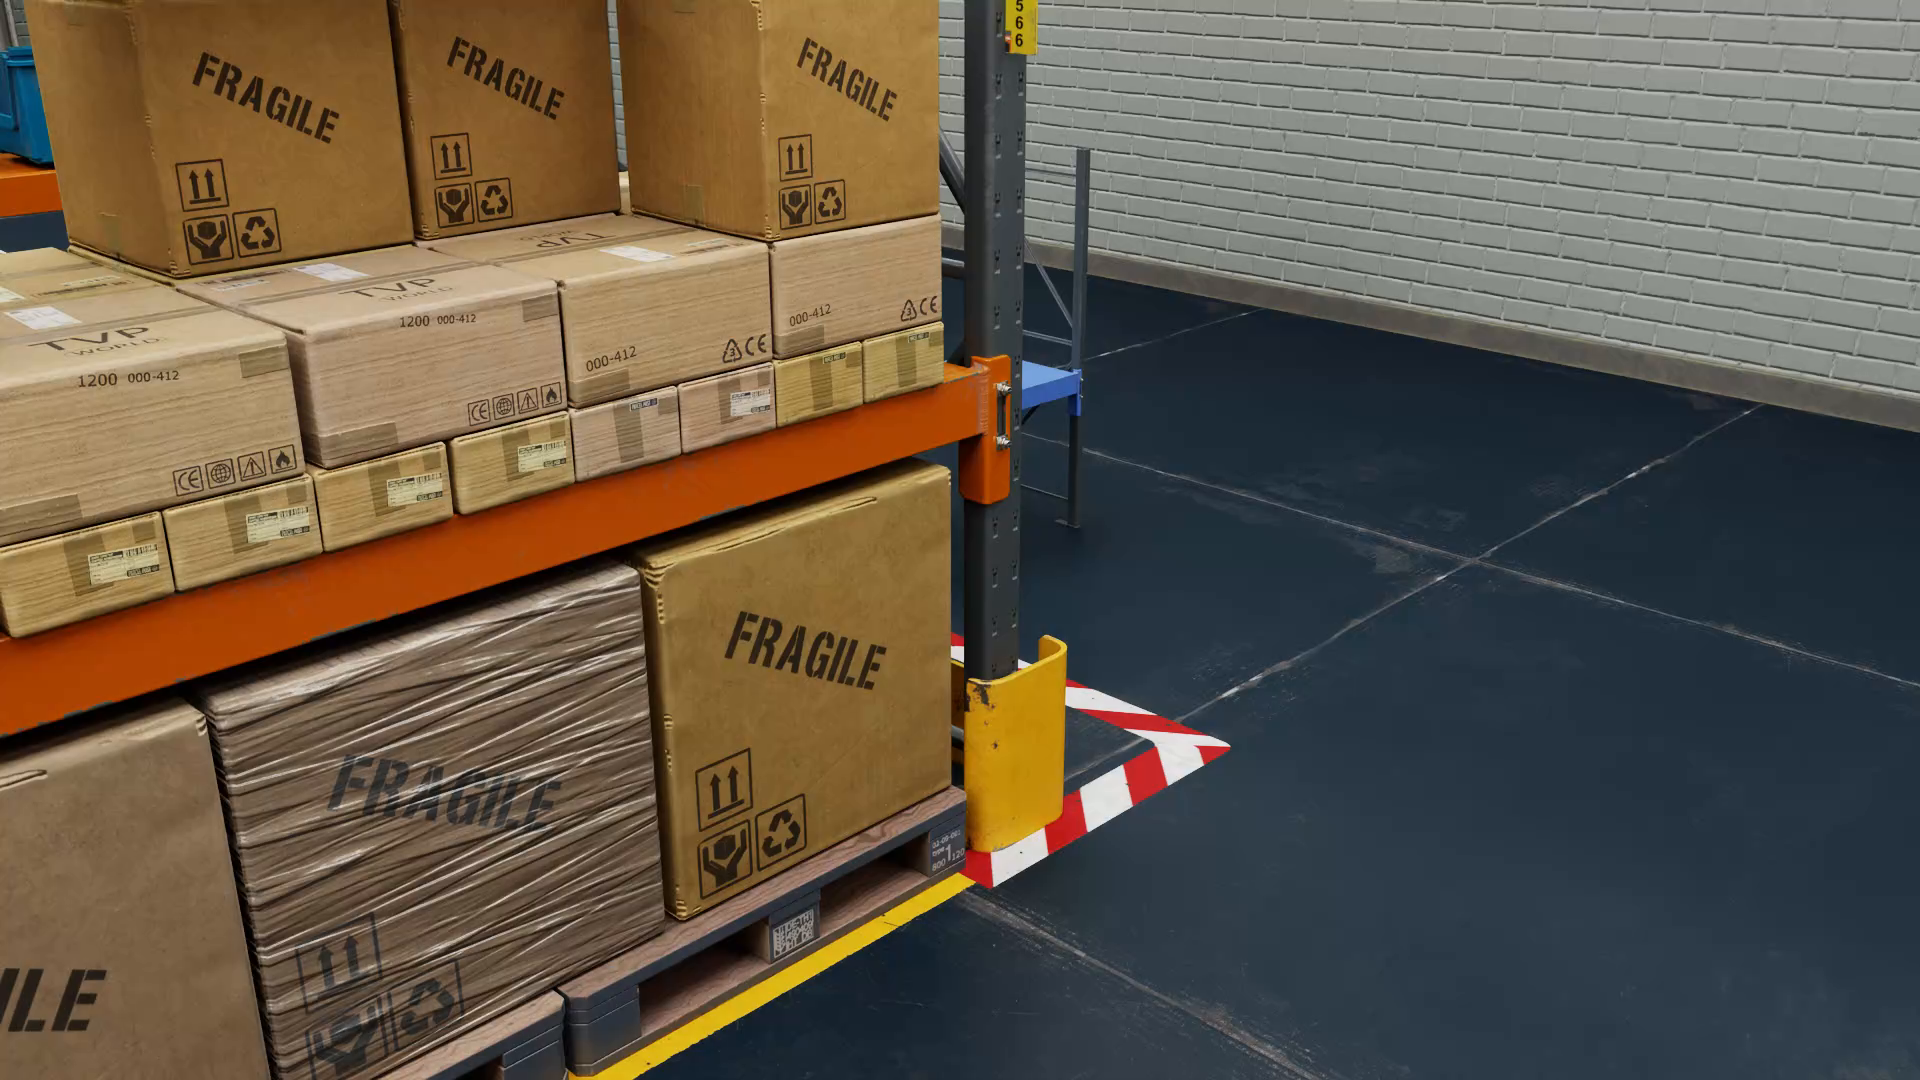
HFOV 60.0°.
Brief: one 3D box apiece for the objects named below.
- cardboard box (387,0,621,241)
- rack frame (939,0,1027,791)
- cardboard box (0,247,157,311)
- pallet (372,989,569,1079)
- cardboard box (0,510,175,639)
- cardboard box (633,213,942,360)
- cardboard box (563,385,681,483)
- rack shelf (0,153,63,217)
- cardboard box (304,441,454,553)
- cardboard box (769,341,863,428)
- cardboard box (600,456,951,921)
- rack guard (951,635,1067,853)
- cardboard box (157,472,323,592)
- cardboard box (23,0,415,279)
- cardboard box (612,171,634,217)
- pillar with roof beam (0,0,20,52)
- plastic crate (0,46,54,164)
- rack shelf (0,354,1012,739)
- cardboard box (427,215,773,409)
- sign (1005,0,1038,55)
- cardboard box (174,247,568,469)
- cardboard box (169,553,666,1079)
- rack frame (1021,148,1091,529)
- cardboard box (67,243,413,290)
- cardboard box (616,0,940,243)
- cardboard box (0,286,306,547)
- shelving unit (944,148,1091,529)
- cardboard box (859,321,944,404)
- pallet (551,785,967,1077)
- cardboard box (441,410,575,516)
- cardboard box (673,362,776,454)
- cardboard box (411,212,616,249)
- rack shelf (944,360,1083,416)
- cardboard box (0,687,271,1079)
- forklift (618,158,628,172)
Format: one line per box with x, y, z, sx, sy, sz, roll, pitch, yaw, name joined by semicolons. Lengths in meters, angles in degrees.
-1.120;-0.979;3.689;0.500;0.500;0.500;18;28;39;cardboard box
-0.243;-0.744;4.330;1.000;3.000;0.127;19;28;41;rack frame
-1.843;-0.358;3.120;0.500;0.250;0.500;19;28;40;cardboard box
-1.596;1.095;3.432;1.003;0.211;1.213;19;28;41;pallet
-1.503;0.007;2.724;0.380;0.149;0.250;18;28;39;cardboard box
-0.391;-0.622;3.806;0.500;0.250;0.500;19;28;40;cardboard box
-0.787;-0.257;3.413;0.250;0.149;0.380;-20;28;-41;cardboard box
-5.187;-1.134;6.346;1.077;0.370;4.000;19;28;41;rack shelf
-1.148;-0.123;3.064;0.380;0.149;0.250;19;28;41;cardboard box
-0.436;-0.386;3.747;0.380;0.149;0.250;20;28;41;cardboard box
-0.632;0.236;4.155;0.875;0.875;0.875;19;28;41;cardboard box
-0.227;0.417;4.794;1.175;0.500;0.348;19;28;41;rack guard
-1.322;-0.060;2.900;0.250;0.149;0.380;-19;28;-41;cardboard box
-1.477;-0.844;3.339;0.500;0.500;0.500;18;28;39;cardboard box
-0.772;-0.757;4.158;0.500;0.250;0.500;18;28;39;cardboard box
-6.542;-7.097;12.495;9.100;9.000;0.400;19;28;41;pillar with roof beam
-3.892;-1.895;7.192;0.616;0.435;0.499;19;28;41;plastic crate
-1.638;0.106;3.121;1.077;0.370;4.000;19;28;41;rack shelf
-0.746;-0.492;3.467;0.500;0.250;0.500;19;28;40;cardboard box
0.136;-1.256;3.717;0.100;0.325;0.005;19;28;41;sign
-1.100;-0.361;3.127;0.500;0.250;0.500;18;27;39;cardboard box
-1.267;0.470;3.547;0.875;0.875;0.875;19;28;41;cardboard box
0.295;-0.809;6.588;0.500;1.500;0.032;19;28;41;rack frame
-1.483;-0.494;3.472;0.500;0.250;0.500;18;27;39;cardboard box
-0.395;-0.972;3.672;0.500;0.500;0.500;20;29;41;cardboard box
-1.461;-0.226;2.776;0.500;0.250;0.500;19;28;41;cardboard box
-0.059;-0.678;6.248;0.538;1.500;1.048;19;28;41;shelving unit
-0.256;-0.453;3.922;0.250;0.149;0.380;-20;28;-41;cardboard box
-0.745;0.783;4.244;1.003;0.211;1.213;19;28;41;pallet
-0.967;-0.190;3.238;0.380;0.149;0.250;18;28;39;cardboard box
-0.613;-0.321;3.579;0.380;0.149;0.250;19;28;41;cardboard box
-1.129;-0.622;3.806;0.500;0.250;0.500;19;28;40;cardboard box
-0.059;-0.510;6.313;0.538;0.185;1.000;19;28;41;rack shelf
-1.888;0.699;2.952;0.875;0.875;0.875;19;28;41;cardboard box
-2.086;-1.425;6.197;3.031;2.935;1.130;-7;22;-17;forklift
